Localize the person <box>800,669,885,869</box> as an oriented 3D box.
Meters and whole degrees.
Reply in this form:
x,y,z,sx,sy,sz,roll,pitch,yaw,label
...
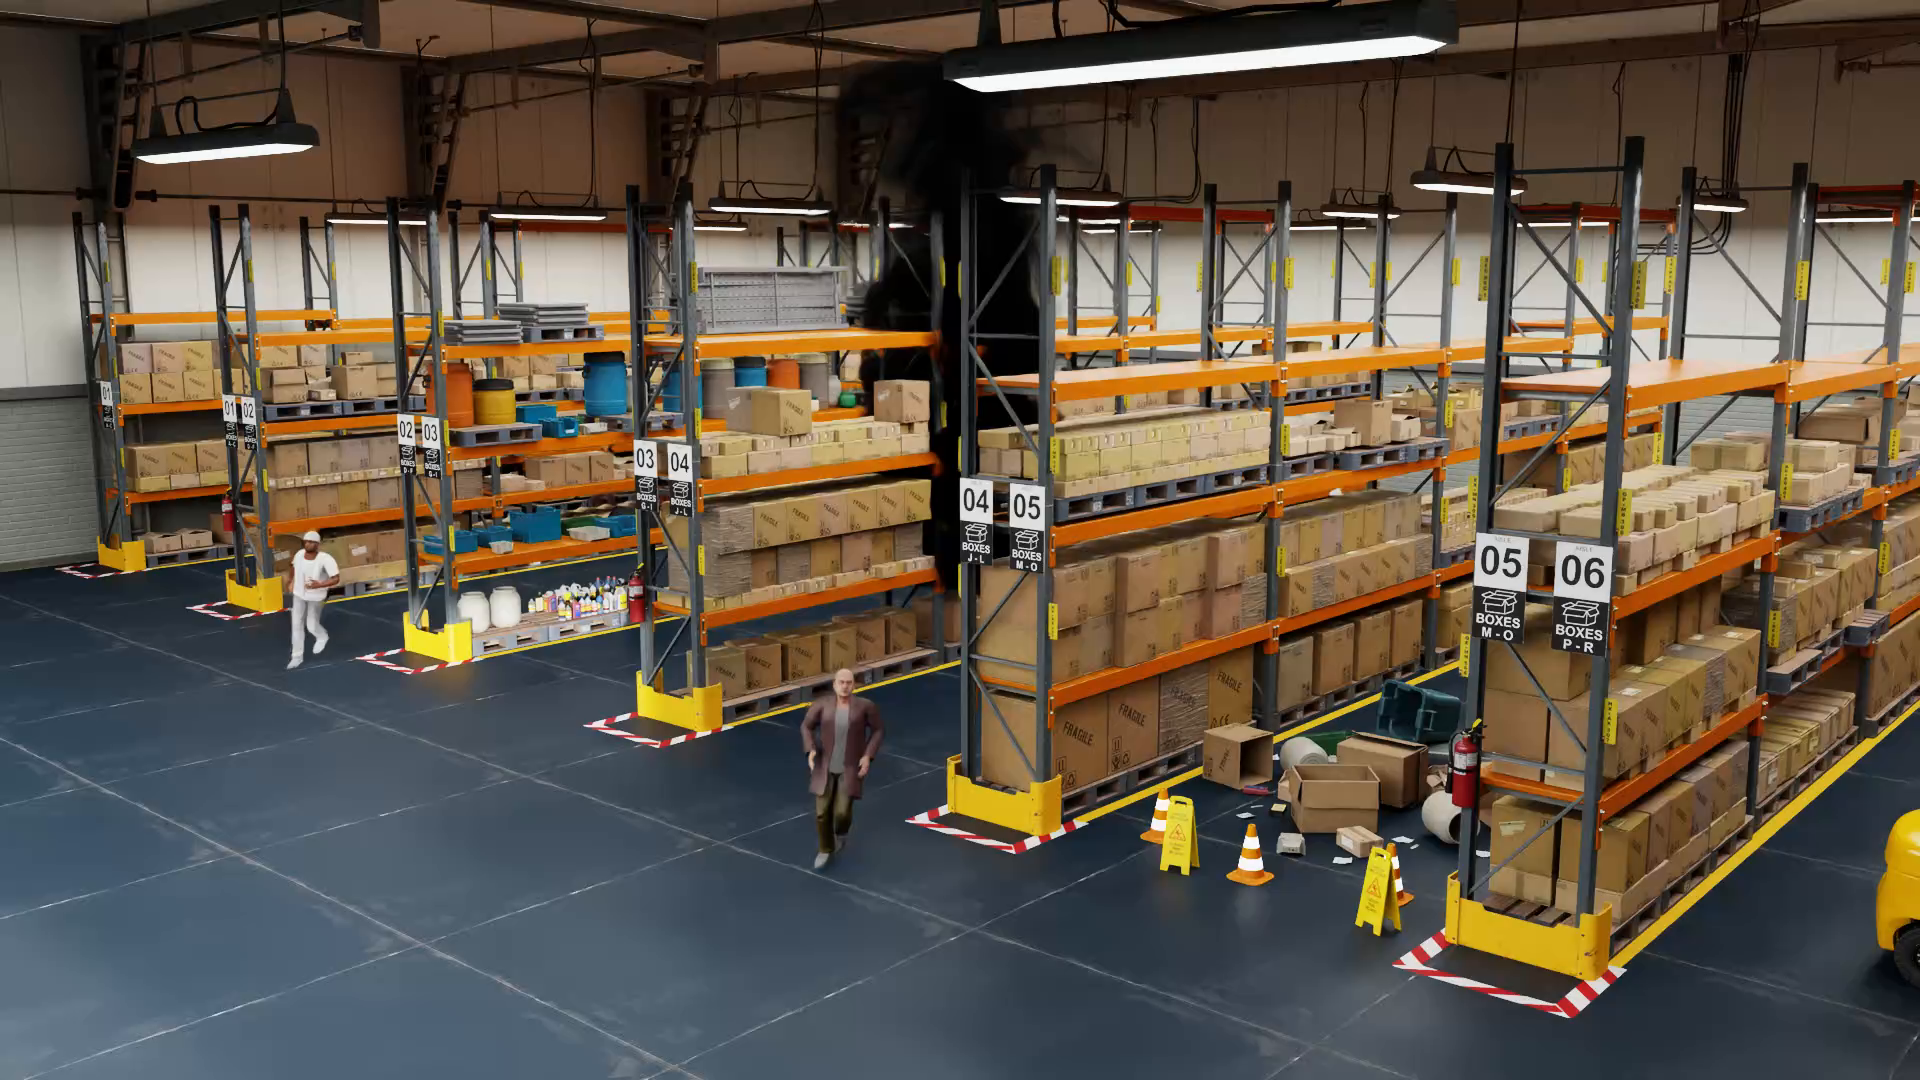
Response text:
x,y,z,sx,sy,sz,roll,pitch,yaw,label
-1.030,2.013,14.327,0.728,1.658,0.596,1,10,6,person

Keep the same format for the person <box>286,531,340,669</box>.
x,y,z,sx,sy,sz,roll,pitch,yaw,label
-8.414,0.741,21.673,0.740,1.751,0.878,1,10,8,person

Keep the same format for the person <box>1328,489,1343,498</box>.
x,y,z,sx,sy,sz,roll,pitch,yaw,label
5.609,0.120,24.987,0.675,1.793,0.959,5,11,29,person

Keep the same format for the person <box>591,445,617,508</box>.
x,y,z,sx,sy,sz,roll,pitch,yaw,label
-7.059,-1.151,33.144,0.557,1.711,0.664,6,11,33,person
